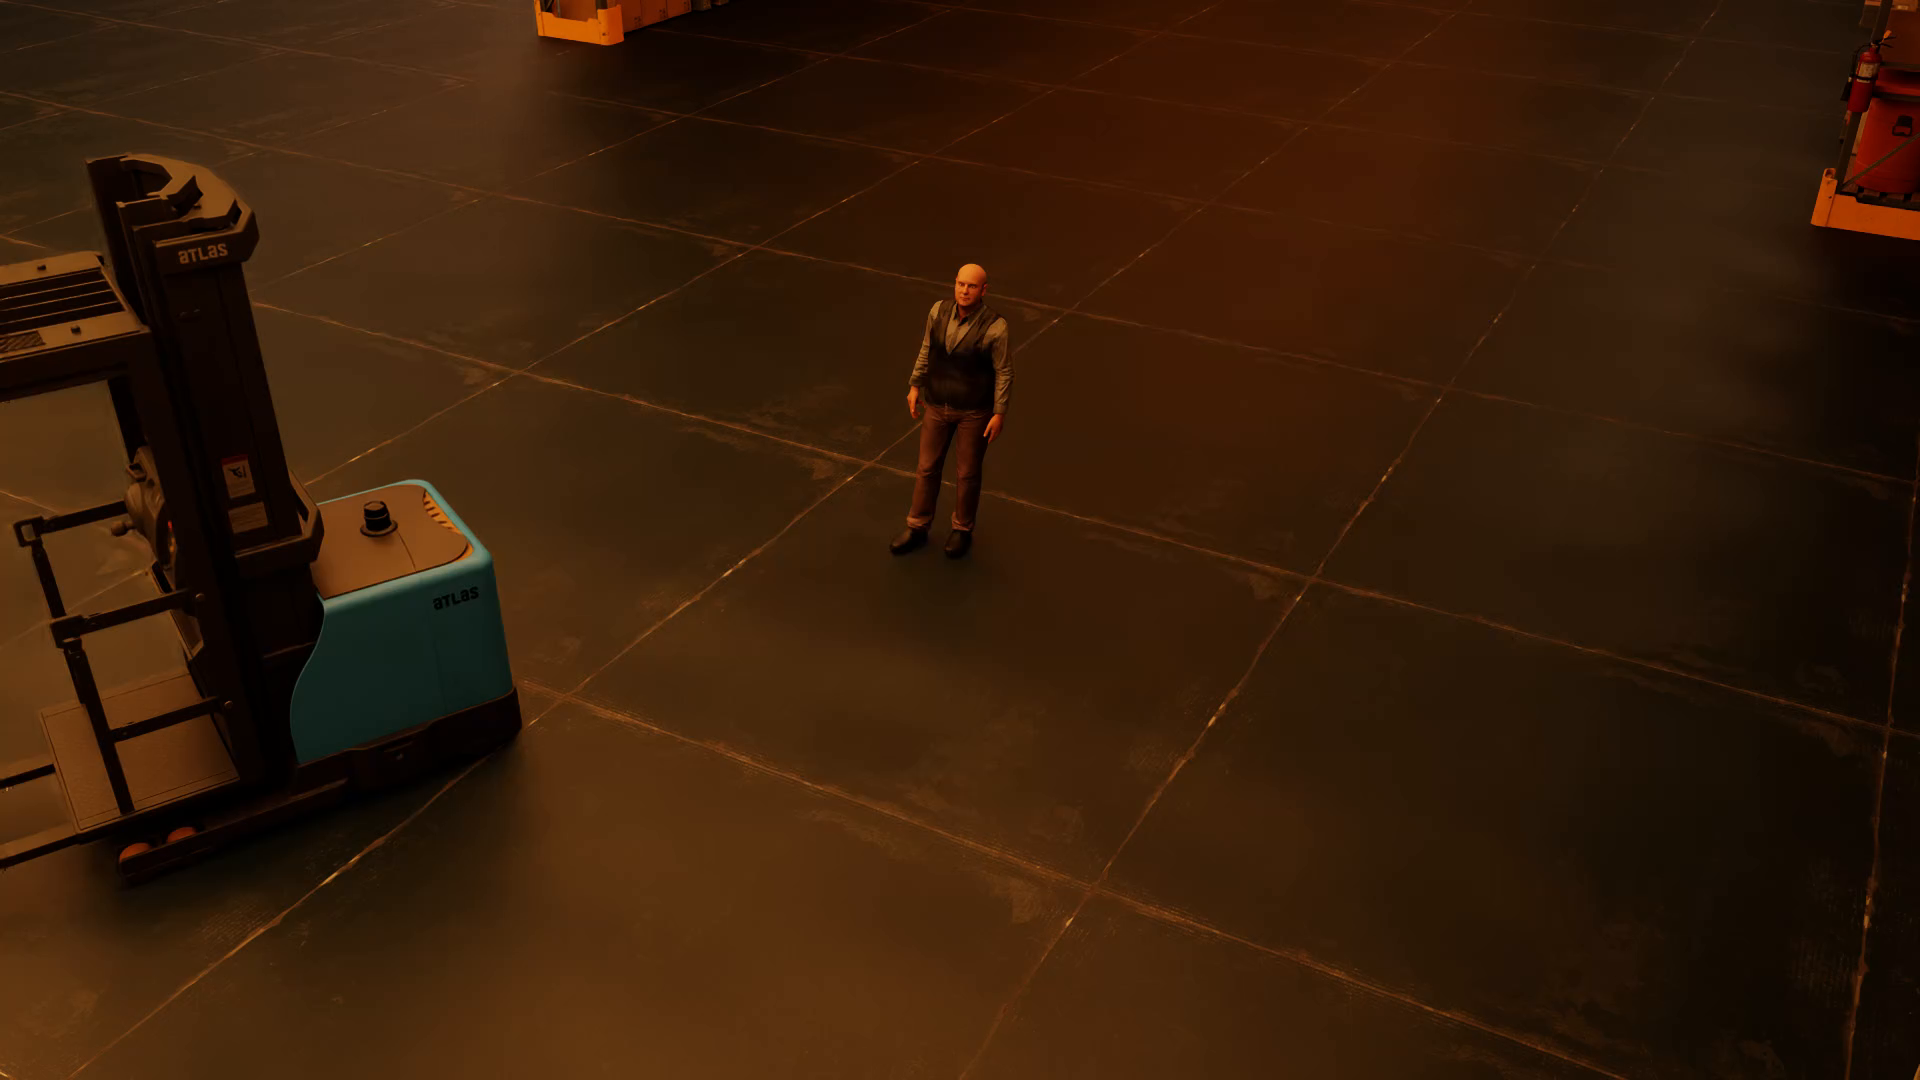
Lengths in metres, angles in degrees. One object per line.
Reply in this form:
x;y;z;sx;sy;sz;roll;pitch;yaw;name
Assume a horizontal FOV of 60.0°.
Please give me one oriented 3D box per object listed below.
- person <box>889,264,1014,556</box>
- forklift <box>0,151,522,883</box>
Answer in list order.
-0.037;-0.726;9.524;0.634;1.722;0.566;15;33;25;person
-3.682;-0.058;7.171;3.031;2.935;1.130;-19;35;-29;forklift
